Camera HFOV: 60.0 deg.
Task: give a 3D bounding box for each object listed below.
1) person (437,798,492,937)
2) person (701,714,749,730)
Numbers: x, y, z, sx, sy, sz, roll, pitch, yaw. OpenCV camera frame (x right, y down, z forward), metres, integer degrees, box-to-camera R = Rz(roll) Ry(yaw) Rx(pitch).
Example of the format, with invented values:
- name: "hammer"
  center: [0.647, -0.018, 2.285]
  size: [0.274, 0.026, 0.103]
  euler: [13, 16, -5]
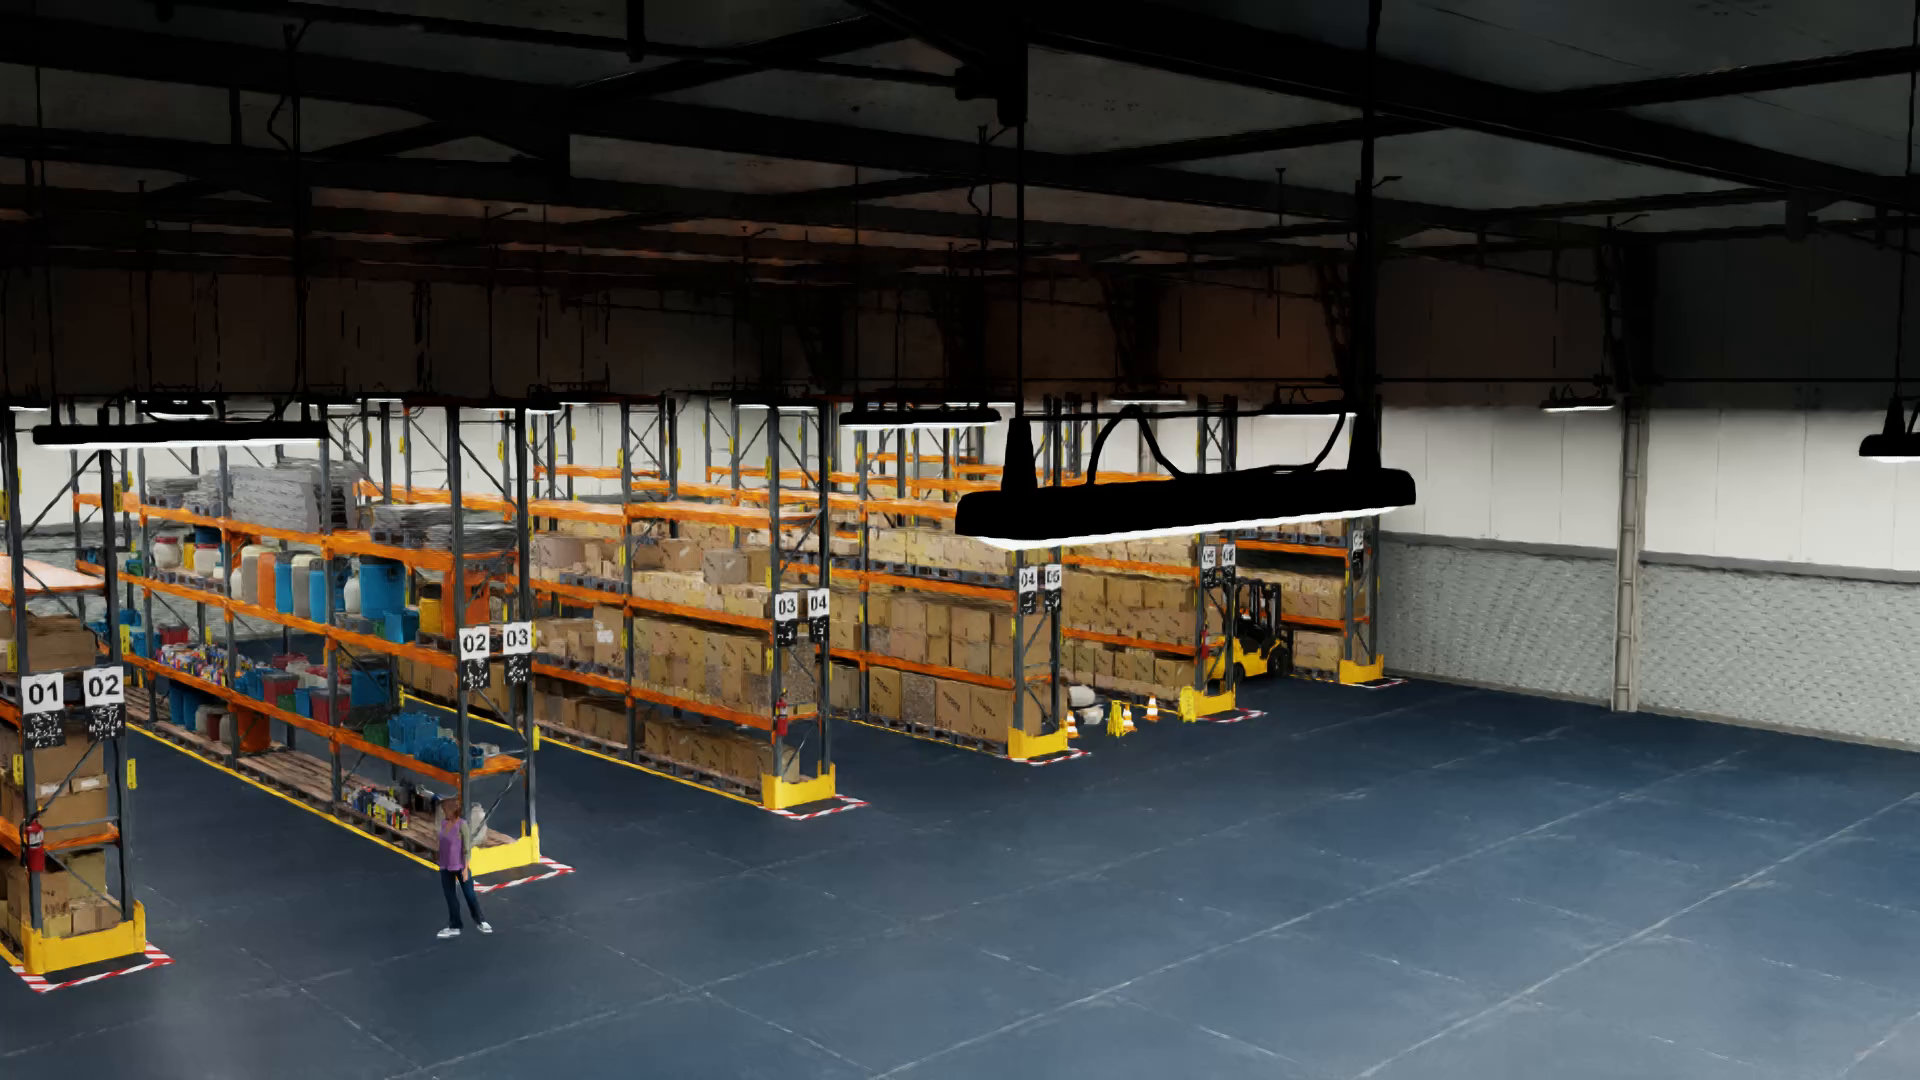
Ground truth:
- name: "person"
  center: [-5.658, 3.717, 18.926]
  size: [0.601, 1.592, 0.431]
  euler: [2, 6, 22]
- name: "person"
  center: [-4.278, 2.625, 29.934]
  size: [1.016, 1.604, 0.446]
  euler: [4, 7, 38]
